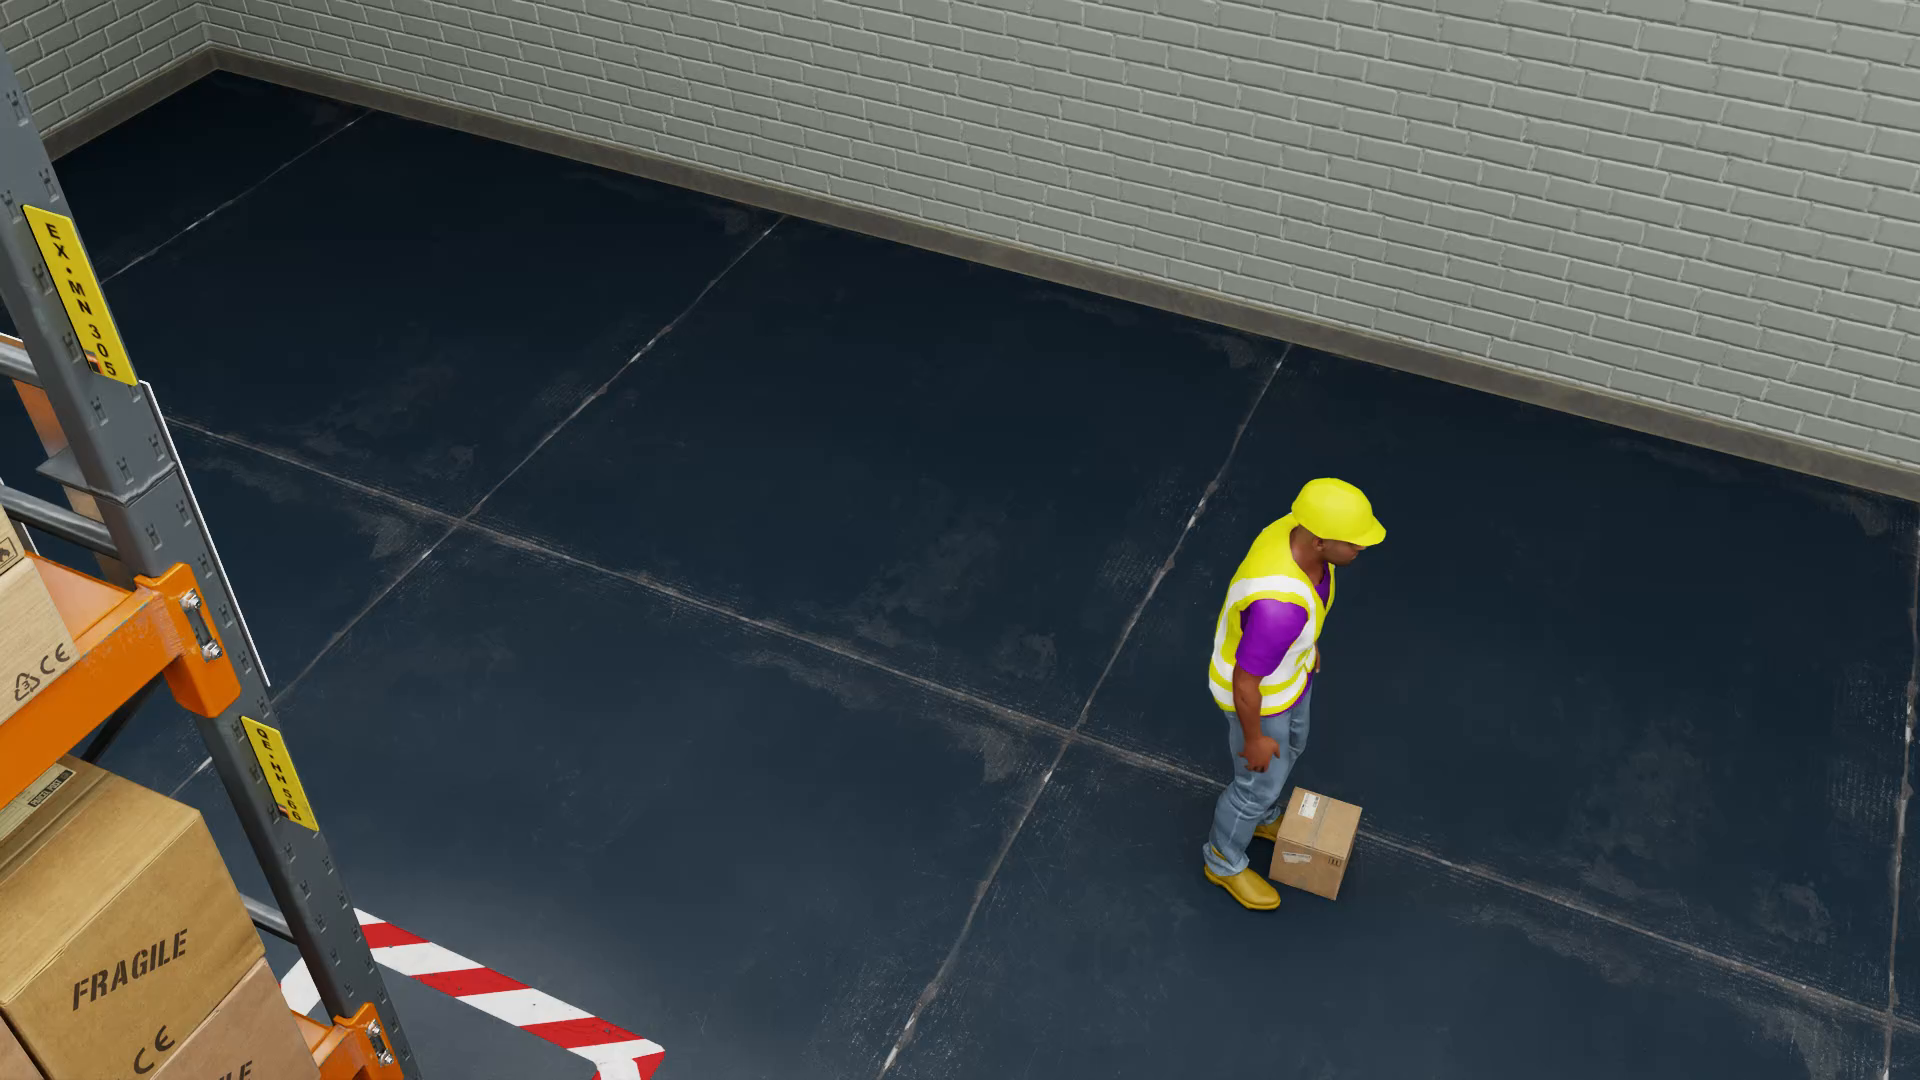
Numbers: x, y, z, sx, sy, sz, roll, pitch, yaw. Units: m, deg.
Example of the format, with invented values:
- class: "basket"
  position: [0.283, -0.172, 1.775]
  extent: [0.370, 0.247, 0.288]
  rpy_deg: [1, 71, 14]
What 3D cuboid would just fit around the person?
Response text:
- class: "person"
  position: [1.074, 0.485, 5.602]
  extent: [0.459, 1.760, 0.628]
  rpy_deg: [18, 45, 19]
